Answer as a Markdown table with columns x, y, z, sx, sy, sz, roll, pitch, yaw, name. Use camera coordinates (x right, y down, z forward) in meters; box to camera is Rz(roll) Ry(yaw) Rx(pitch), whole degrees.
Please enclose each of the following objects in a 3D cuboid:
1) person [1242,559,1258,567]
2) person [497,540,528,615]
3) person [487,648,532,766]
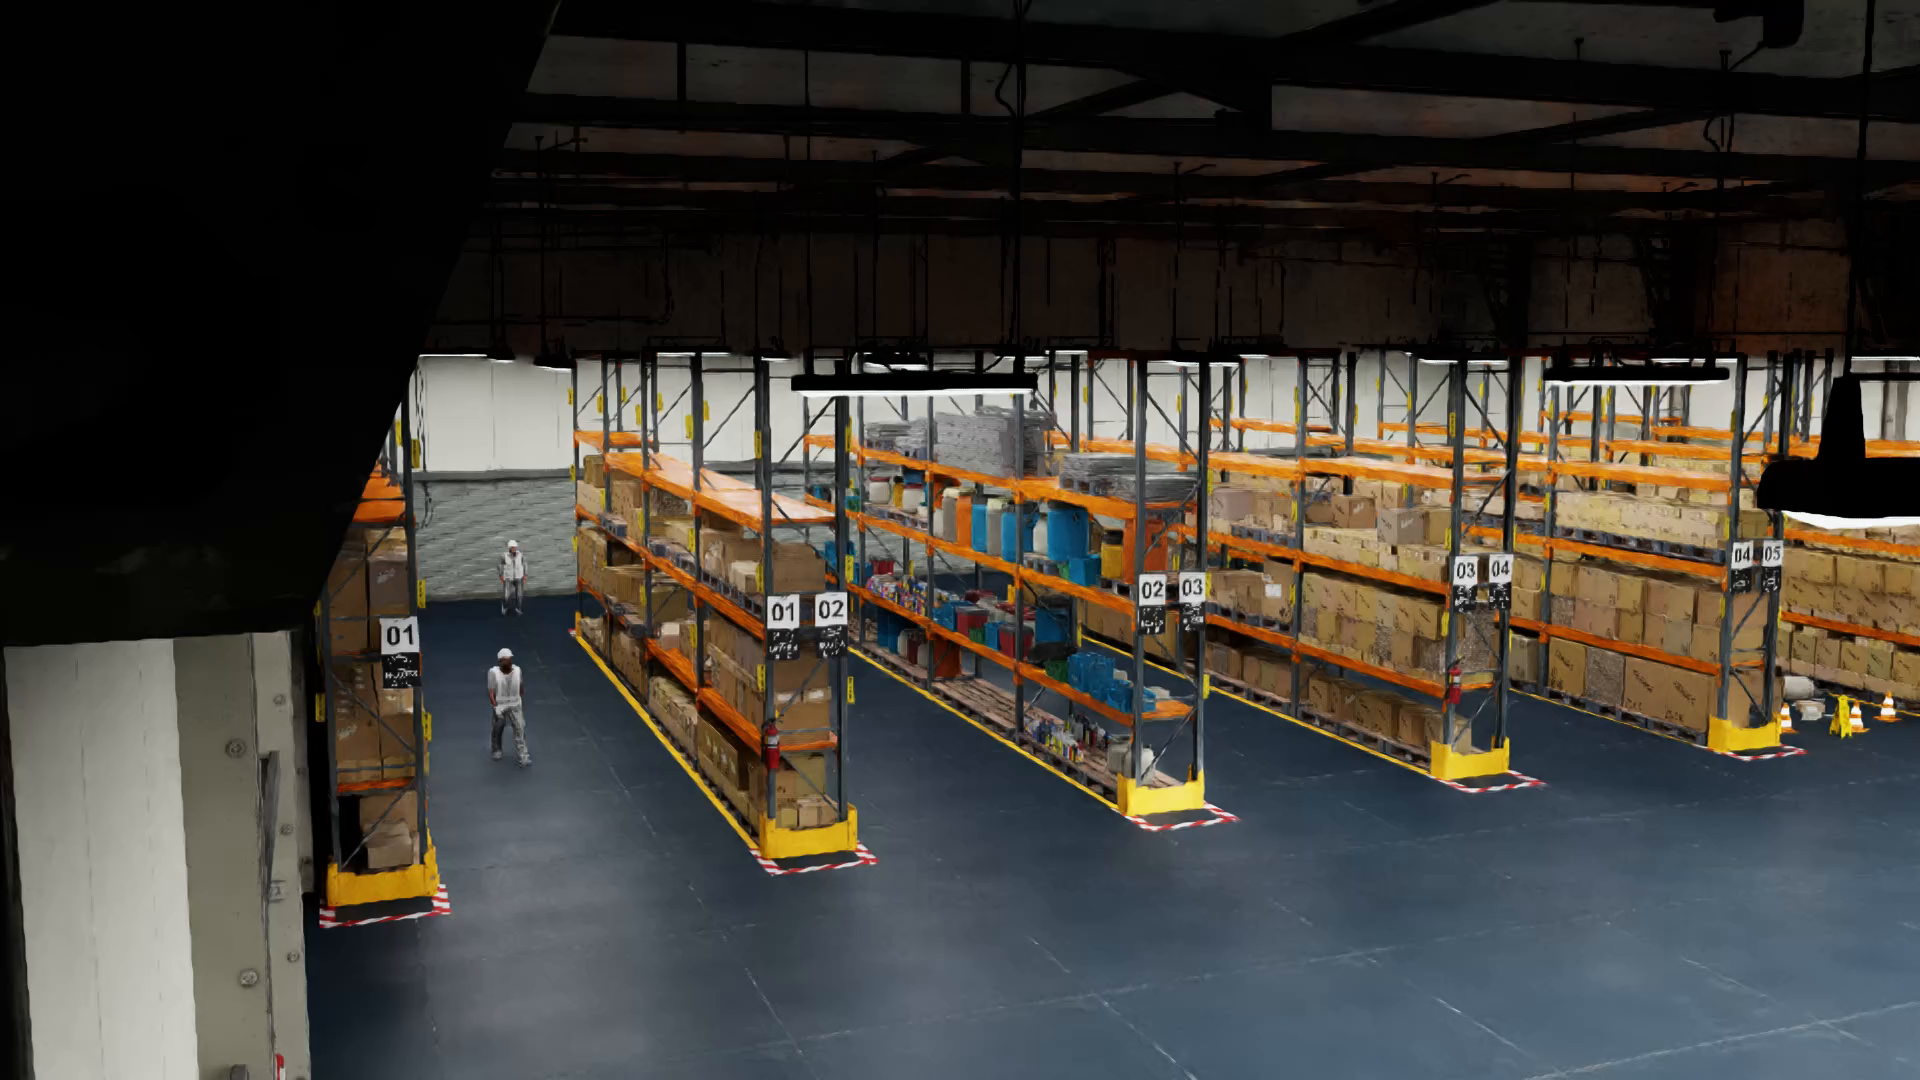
| x | y | z | sx | sy | sz | roll | pitch | yaw | name |
| --- | --- | --- | --- | --- | --- | --- | --- | --- | --- |
| 7.819 | -0.149 | 45.175 | 0.611 | 1.753 | 0.579 | 2 | 7 | 15 | person |
| -10.047 | 0.840 | 37.370 | 0.677 | 1.726 | 0.574 | -3 | 8 | -22 | person |
| -6.652 | 2.437 | 24.411 | 0.554 | 1.724 | 1.031 | -4 | 8 | -29 | person |
